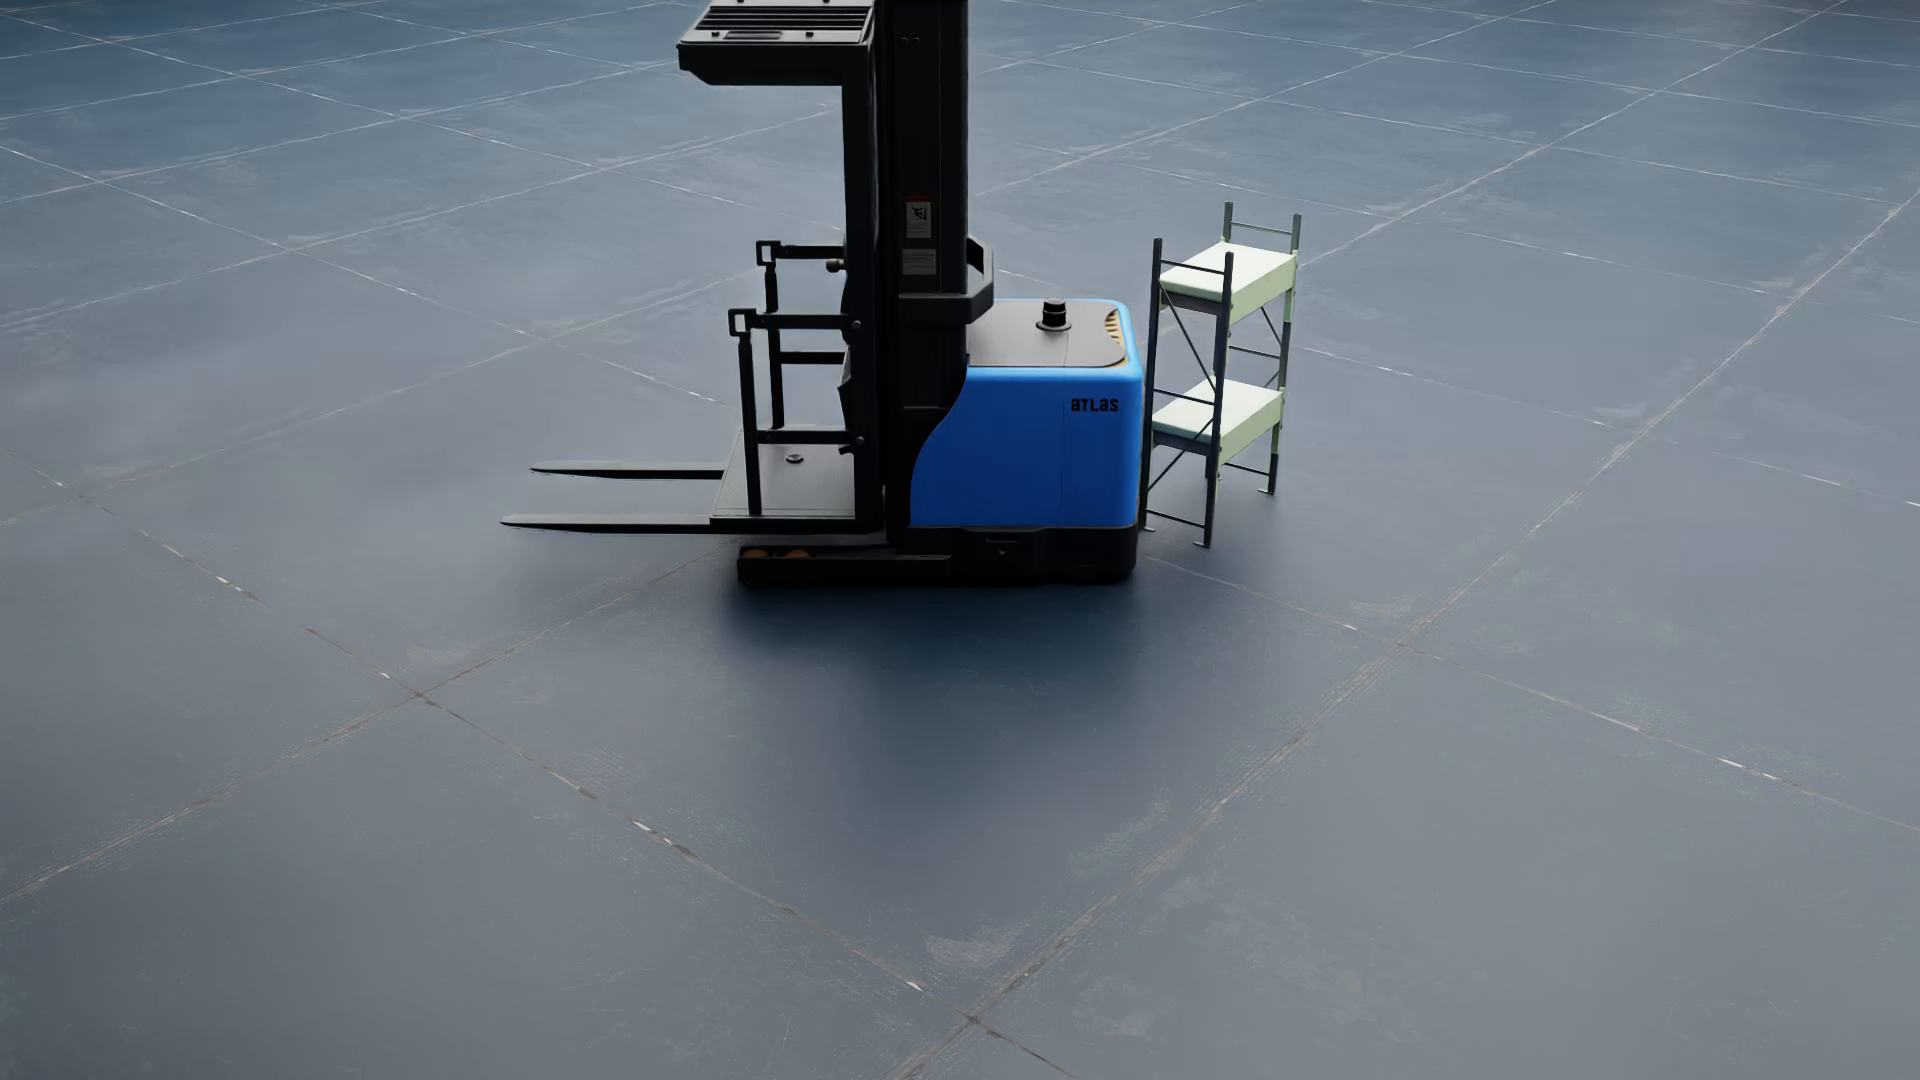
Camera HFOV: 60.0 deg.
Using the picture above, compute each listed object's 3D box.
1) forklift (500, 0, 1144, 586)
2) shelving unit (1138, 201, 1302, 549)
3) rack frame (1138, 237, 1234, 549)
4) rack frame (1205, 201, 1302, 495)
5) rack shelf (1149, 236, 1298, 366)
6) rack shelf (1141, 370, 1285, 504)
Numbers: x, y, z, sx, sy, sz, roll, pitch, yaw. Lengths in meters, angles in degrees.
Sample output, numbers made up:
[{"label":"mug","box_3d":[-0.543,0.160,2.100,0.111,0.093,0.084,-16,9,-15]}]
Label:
[{"label":"forklift","box_3d":[-0.675,-1.330,7.631,3.031,2.935,1.130,0,27,1]},{"label":"shelving unit","box_3d":[1.273,-0.818,8.199,0.431,1.500,0.755,18,32,30]},{"label":"rack frame","box_3d":[1.066,-0.680,7.931,0.400,1.500,0.023,18,32,30]},{"label":"rack frame","box_3d":[1.481,-0.957,8.467,0.400,1.500,0.023,18,32,30]},{"label":"rack shelf","box_3d":[1.273,-1.165,8.020,0.431,0.370,0.720,18,32,30]},{"label":"rack shelf","box_3d":[1.273,-0.528,8.349,0.431,0.370,0.720,18,32,30]}]
